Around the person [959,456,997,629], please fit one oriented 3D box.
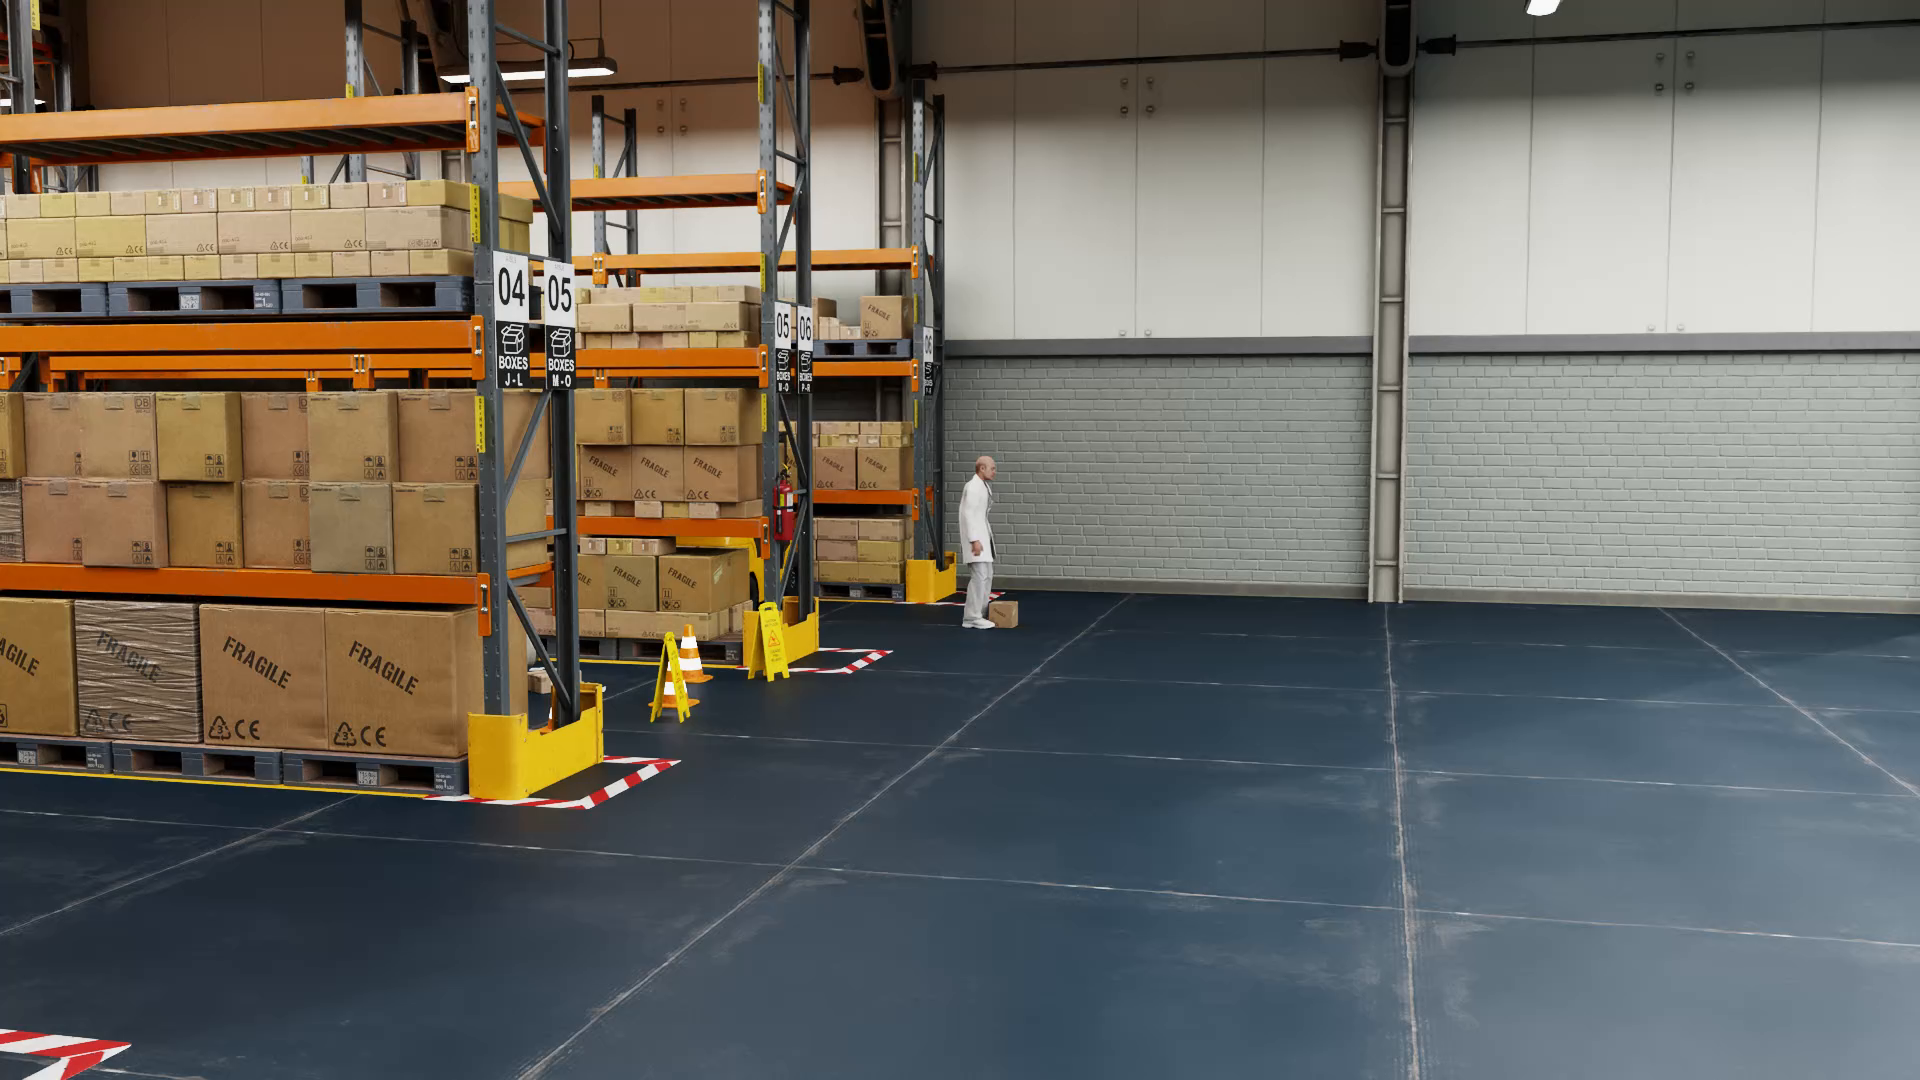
[{"bbox_3d":[0.208,0.074,17.322,0.427,1.648,0.642,1,5,14],"label":"person"}]
